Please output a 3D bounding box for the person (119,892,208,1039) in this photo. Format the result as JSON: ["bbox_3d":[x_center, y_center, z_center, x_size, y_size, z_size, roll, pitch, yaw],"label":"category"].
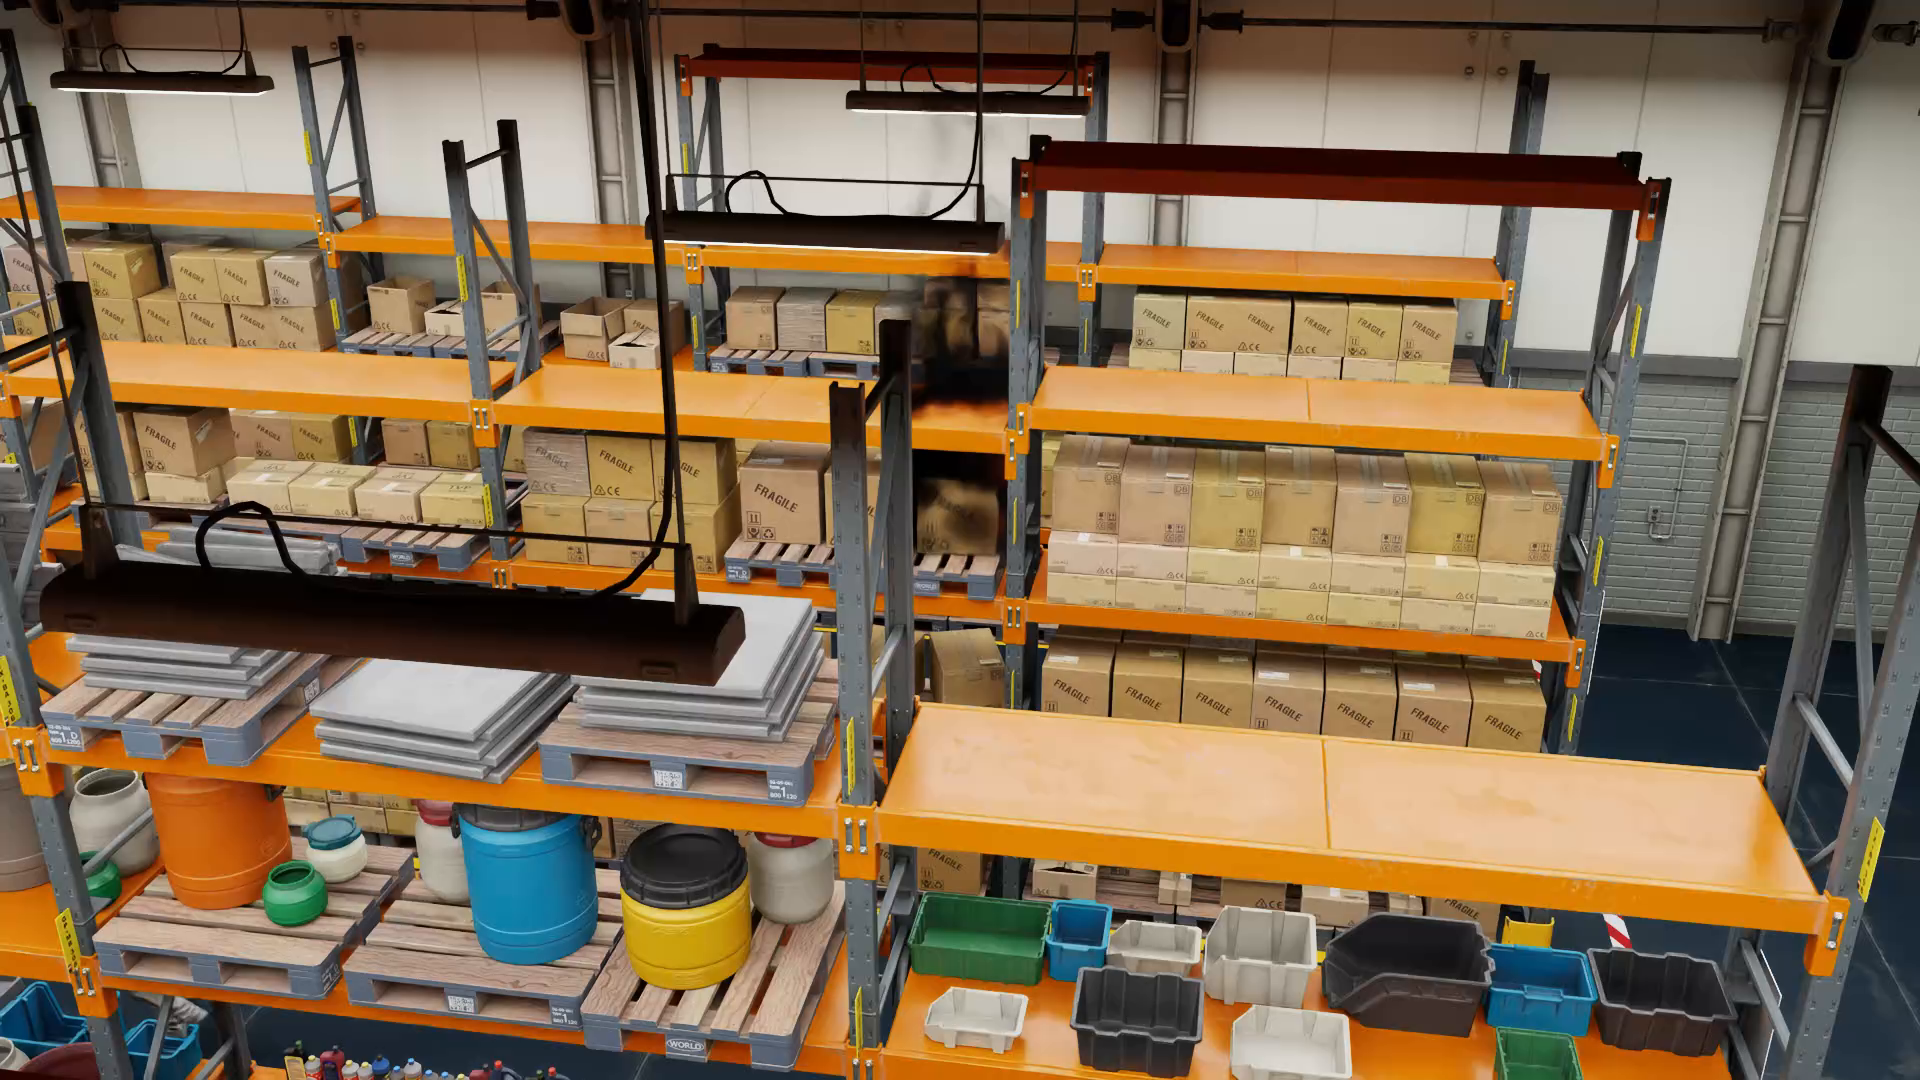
[{"bbox_3d":[-5.580,2.758,11.636,0.595,1.745,0.687,4,23,9],"label":"person"}]
